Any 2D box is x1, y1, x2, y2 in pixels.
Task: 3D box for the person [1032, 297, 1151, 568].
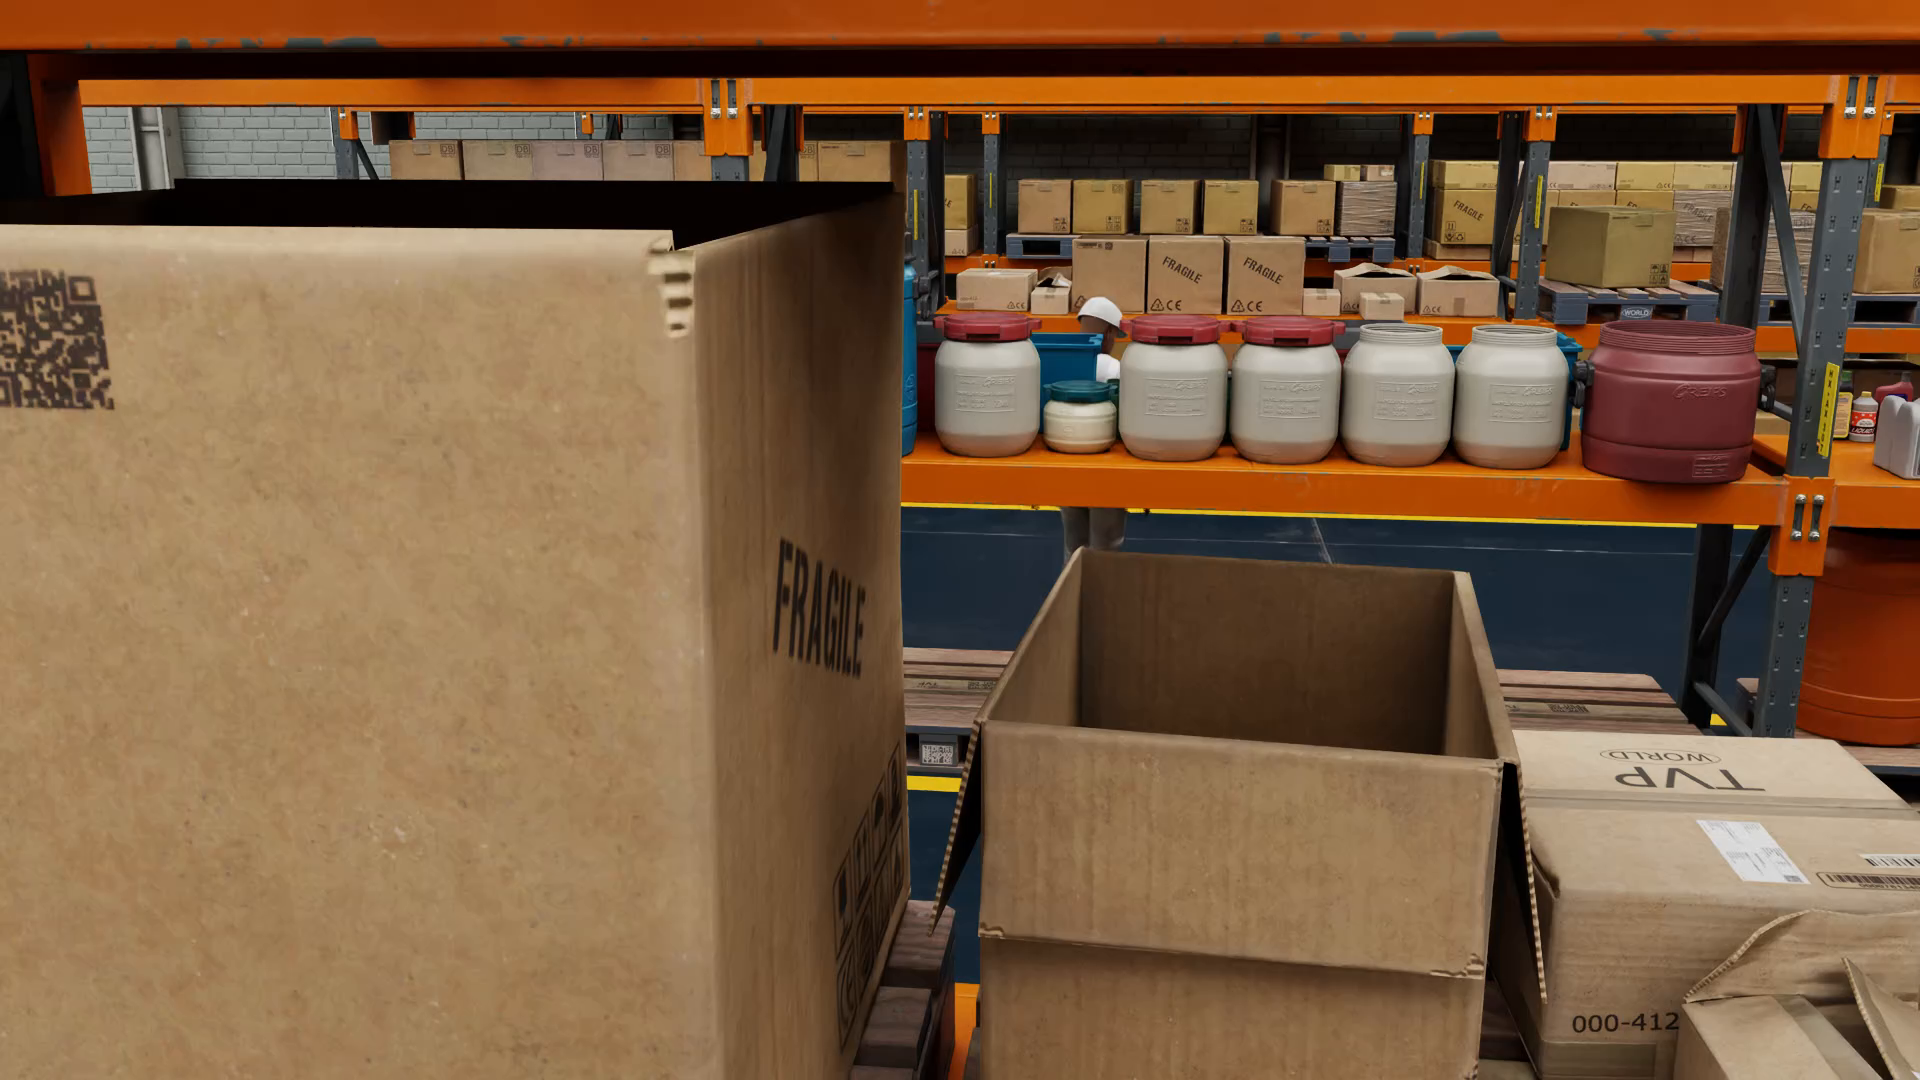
[{"bbox_3d":[0.691,-0.334,8.247,0.628,1.741,0.761,7,16,25],"label":"person"}]
